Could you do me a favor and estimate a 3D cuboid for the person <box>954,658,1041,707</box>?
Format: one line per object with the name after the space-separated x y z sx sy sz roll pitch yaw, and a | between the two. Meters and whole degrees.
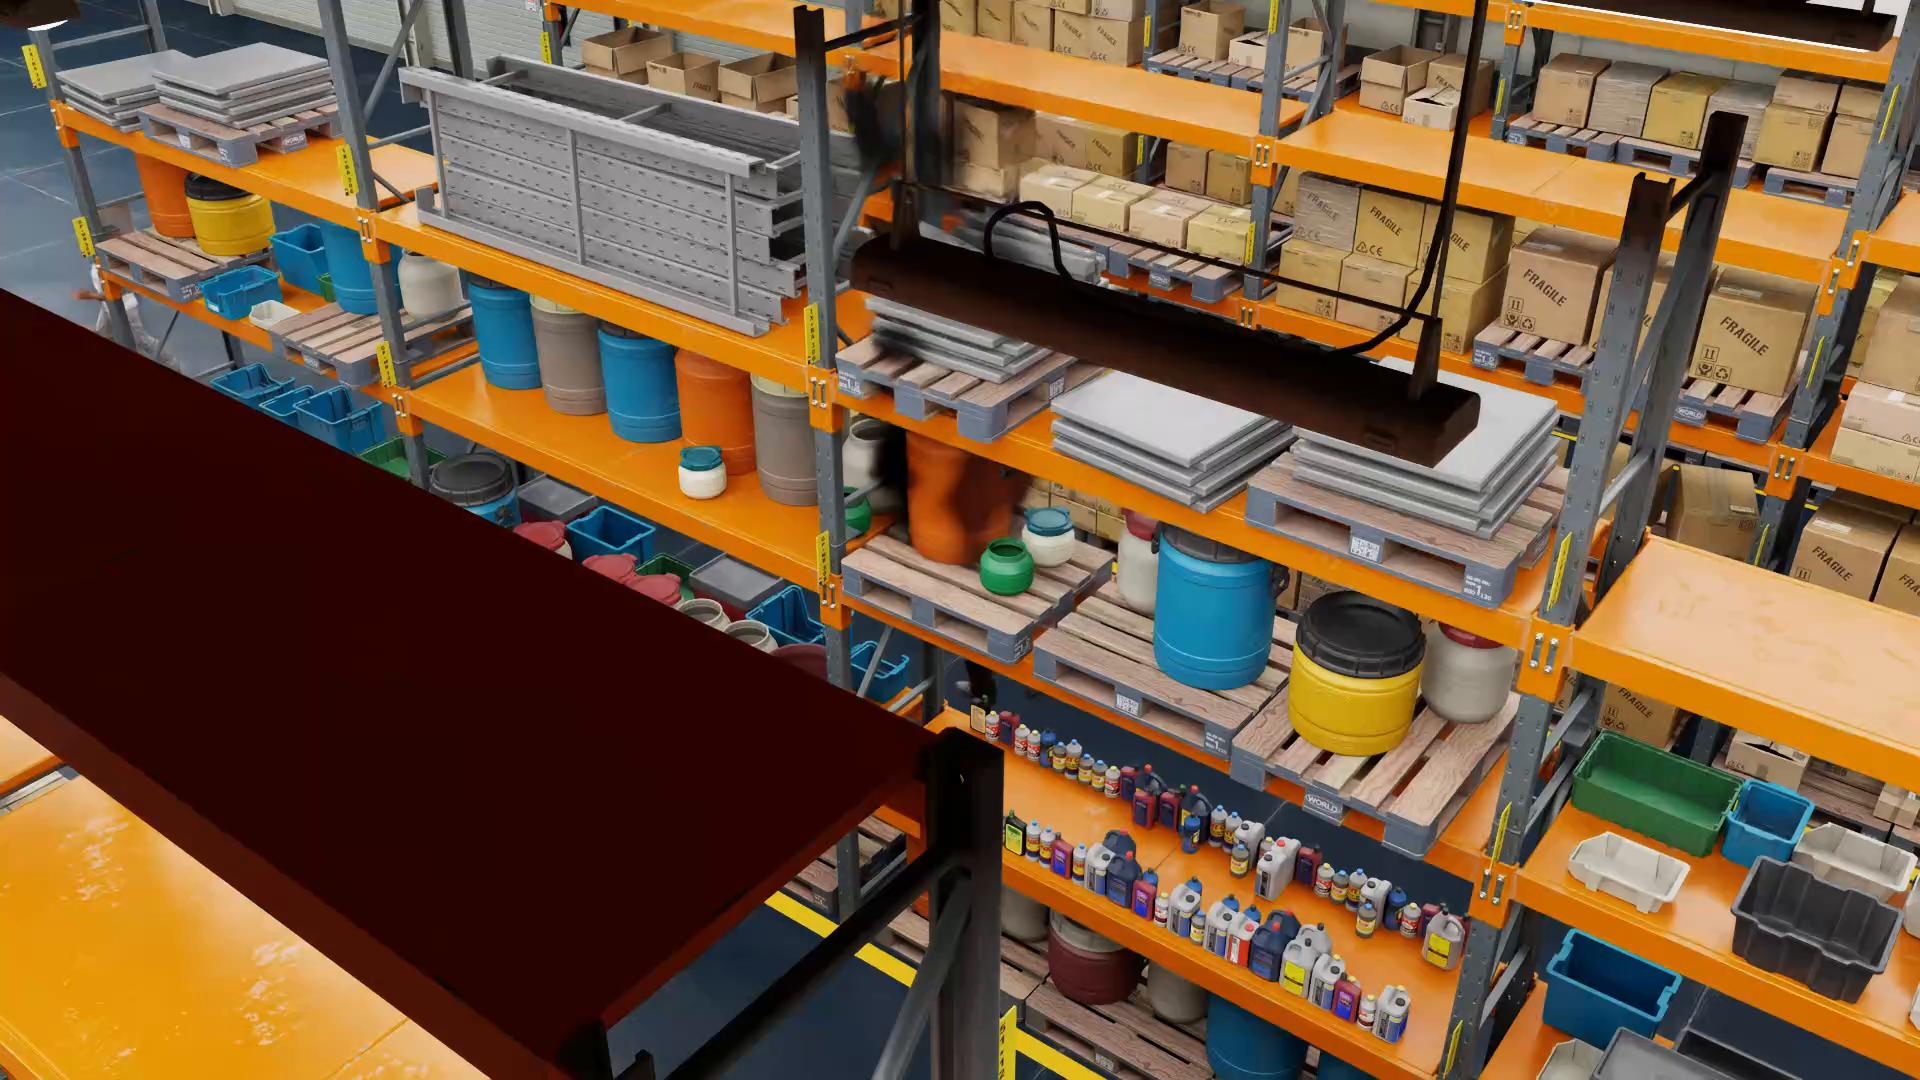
0.283 0.551 12.160 0.825 1.736 0.726 23 38 33 | person

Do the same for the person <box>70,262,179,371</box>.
-8.900 -2.444 17.598 0.835 1.814 0.668 -21 37 -30 | person
